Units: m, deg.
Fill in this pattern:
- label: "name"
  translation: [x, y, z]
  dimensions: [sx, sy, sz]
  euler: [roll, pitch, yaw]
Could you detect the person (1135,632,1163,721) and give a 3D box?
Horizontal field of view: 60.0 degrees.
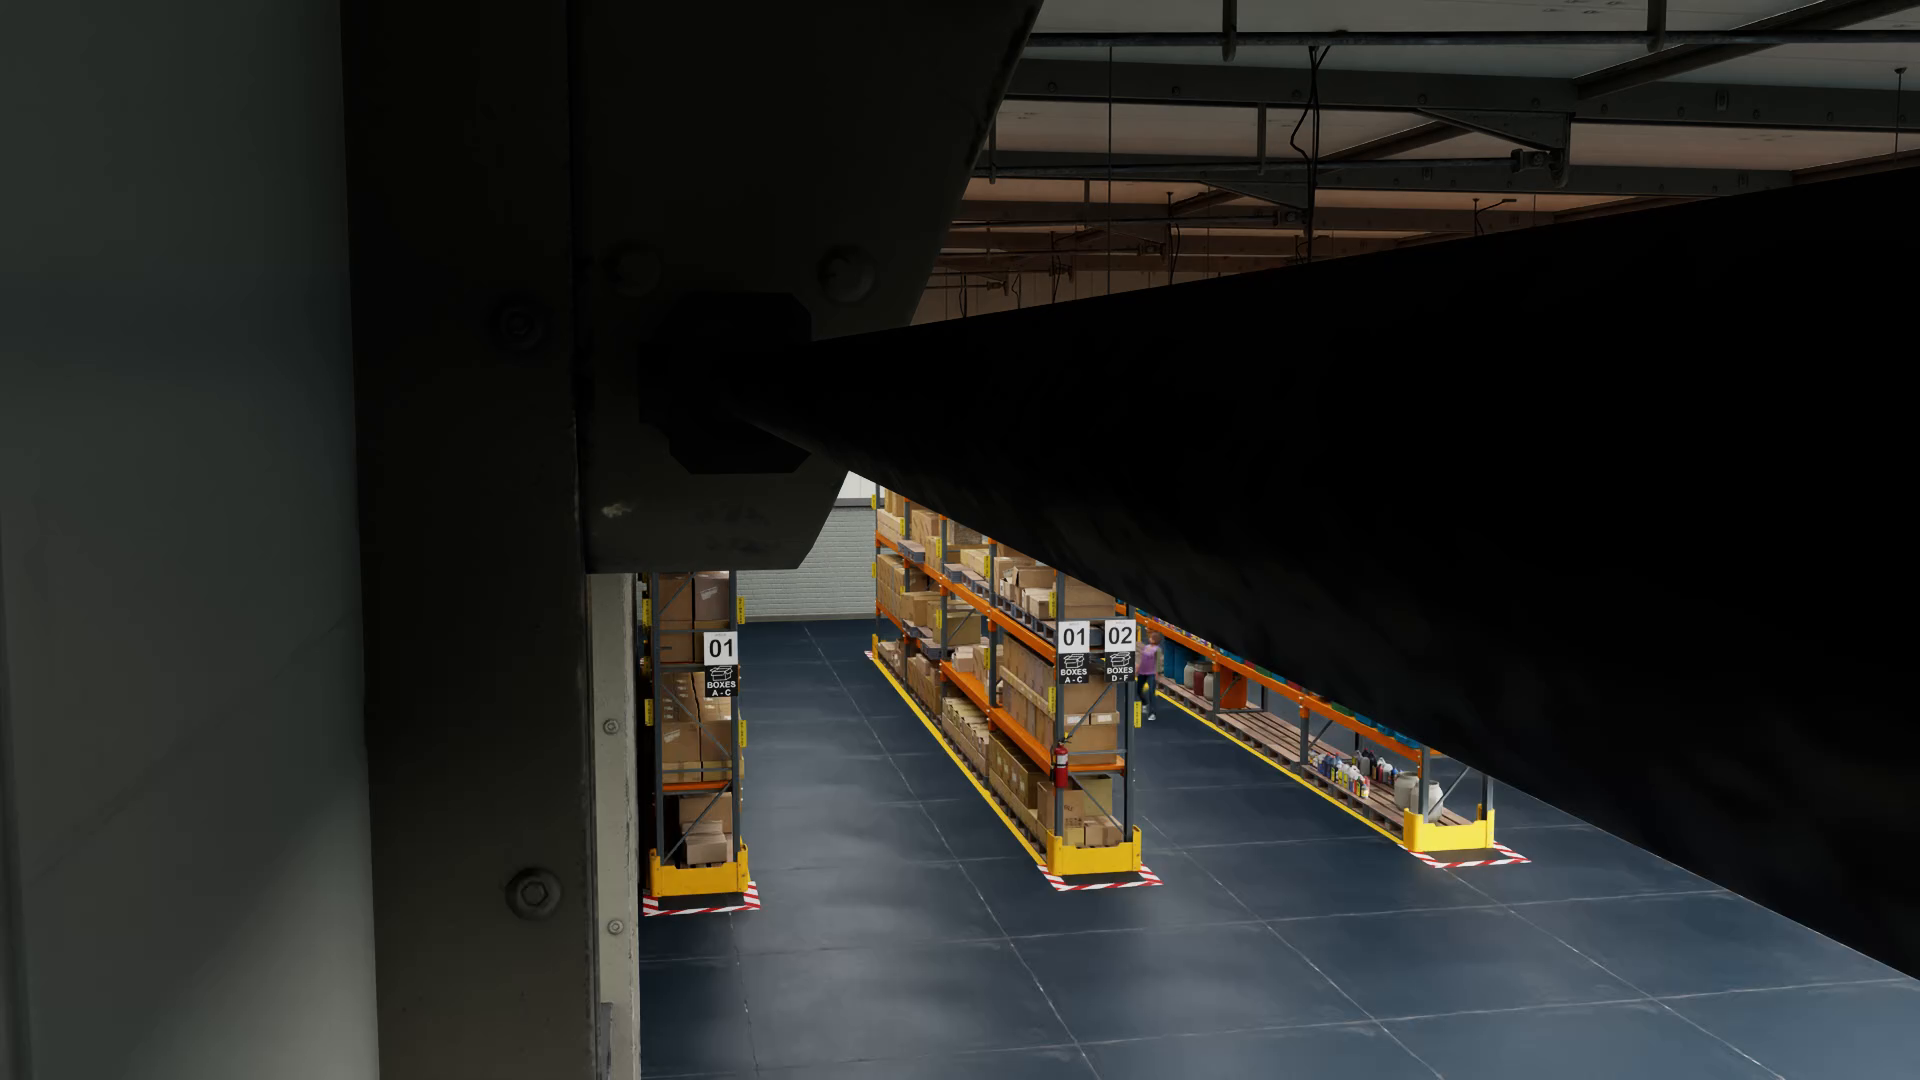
- label: "person"
  translation: [3.425, 2.452, 30.254]
  dimensions: [0.497, 1.559, 0.678]
  euler: [4, 7, 33]
